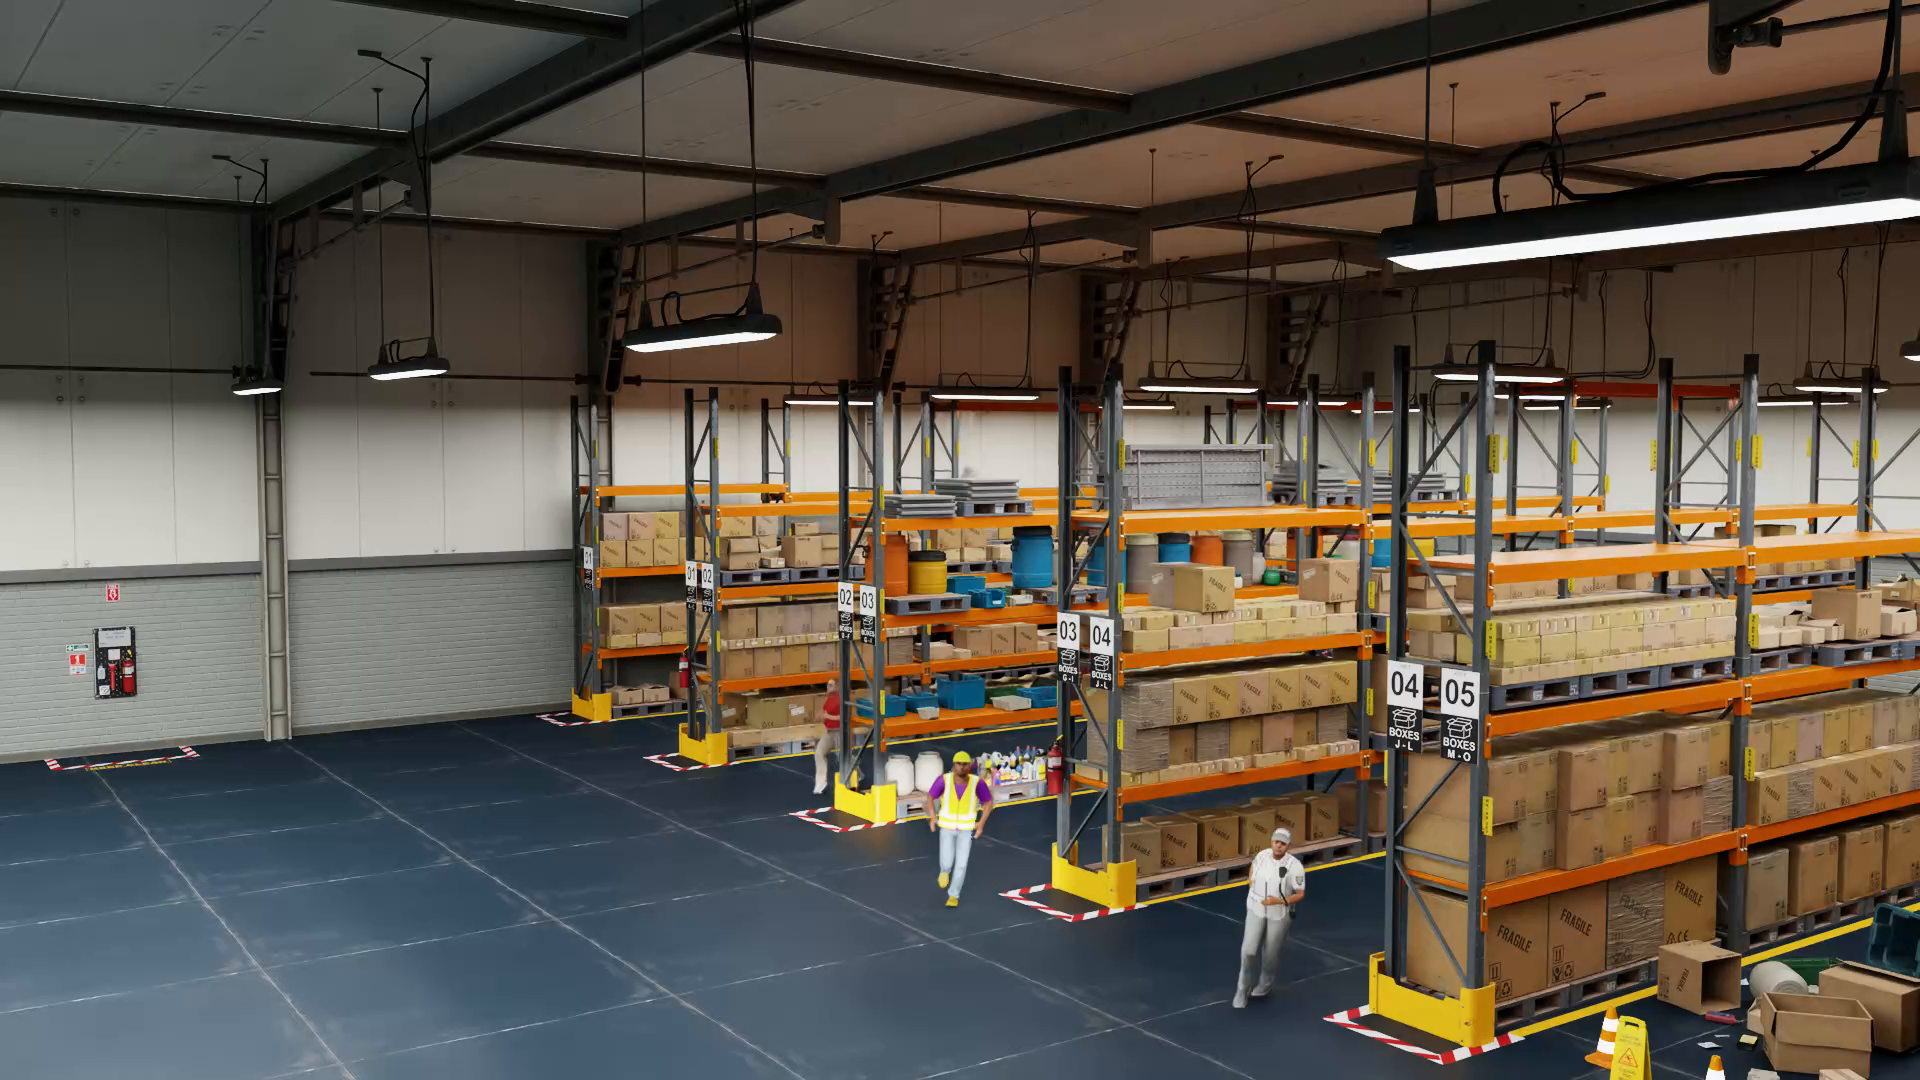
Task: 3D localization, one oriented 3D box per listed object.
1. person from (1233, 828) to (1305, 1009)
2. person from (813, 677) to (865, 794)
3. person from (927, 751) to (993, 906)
[{"bbox_3d":[2.846,3.447,15.180,0.628,1.690,0.640,2,4,24],"label":"person"},{"bbox_3d":[-1.732,2.890,24.353,0.828,1.801,0.675,-3,4,-38],"label":"person"},{"bbox_3d":[-0.001,3.196,18.596,0.733,1.724,0.661,0,3,-5],"label":"person"}]
